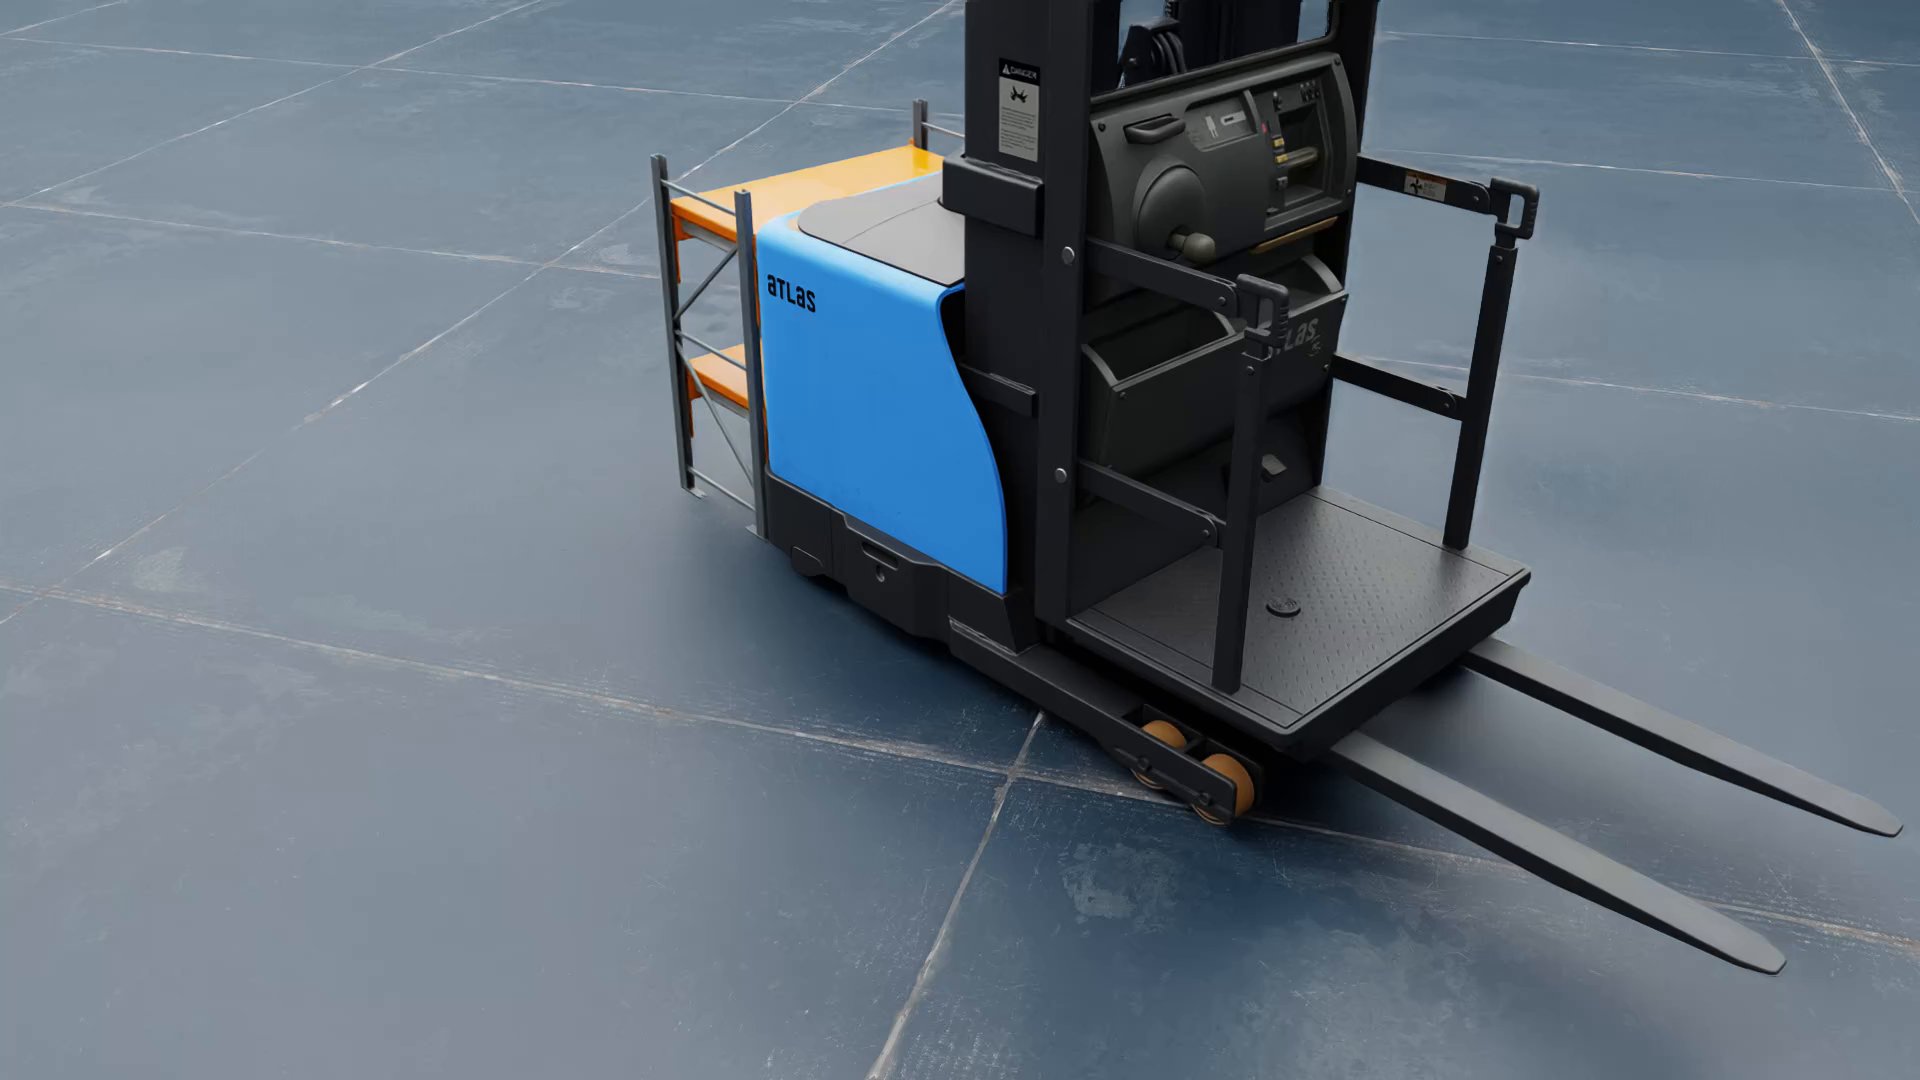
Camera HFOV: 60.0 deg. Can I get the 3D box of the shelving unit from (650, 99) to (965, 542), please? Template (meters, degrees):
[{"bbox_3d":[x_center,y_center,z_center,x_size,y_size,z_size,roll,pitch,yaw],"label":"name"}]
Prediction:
[{"bbox_3d":[-0.376,-0.742,5.427,1.048,1.125,0.538,-22,36,-34],"label":"shelving unit"}]

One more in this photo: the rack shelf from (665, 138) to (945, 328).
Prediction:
[{"bbox_3d":[-0.376,-0.998,5.285,1.000,0.278,0.538,-22,36,-34],"label":"rack shelf"}]

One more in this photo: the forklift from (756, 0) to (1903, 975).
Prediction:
[{"bbox_3d":[0.793,-0.878,3.813,1.130,2.935,3.031,-25,38,-37],"label":"forklift"}]

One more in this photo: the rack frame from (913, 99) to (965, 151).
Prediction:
[{"bbox_3d":[0.013,-0.901,5.713,0.032,1.125,0.500,-22,36,-34],"label":"rack frame"}]

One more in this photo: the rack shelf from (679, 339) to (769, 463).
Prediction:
[{"bbox_3d":[-0.376,-0.528,5.546,1.000,0.278,0.538,-22,36,-34],"label":"rack shelf"}]

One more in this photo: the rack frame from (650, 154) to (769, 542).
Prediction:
[{"bbox_3d":[-0.764,-0.583,5.140,0.032,1.125,0.500,-22,36,-34],"label":"rack frame"}]
